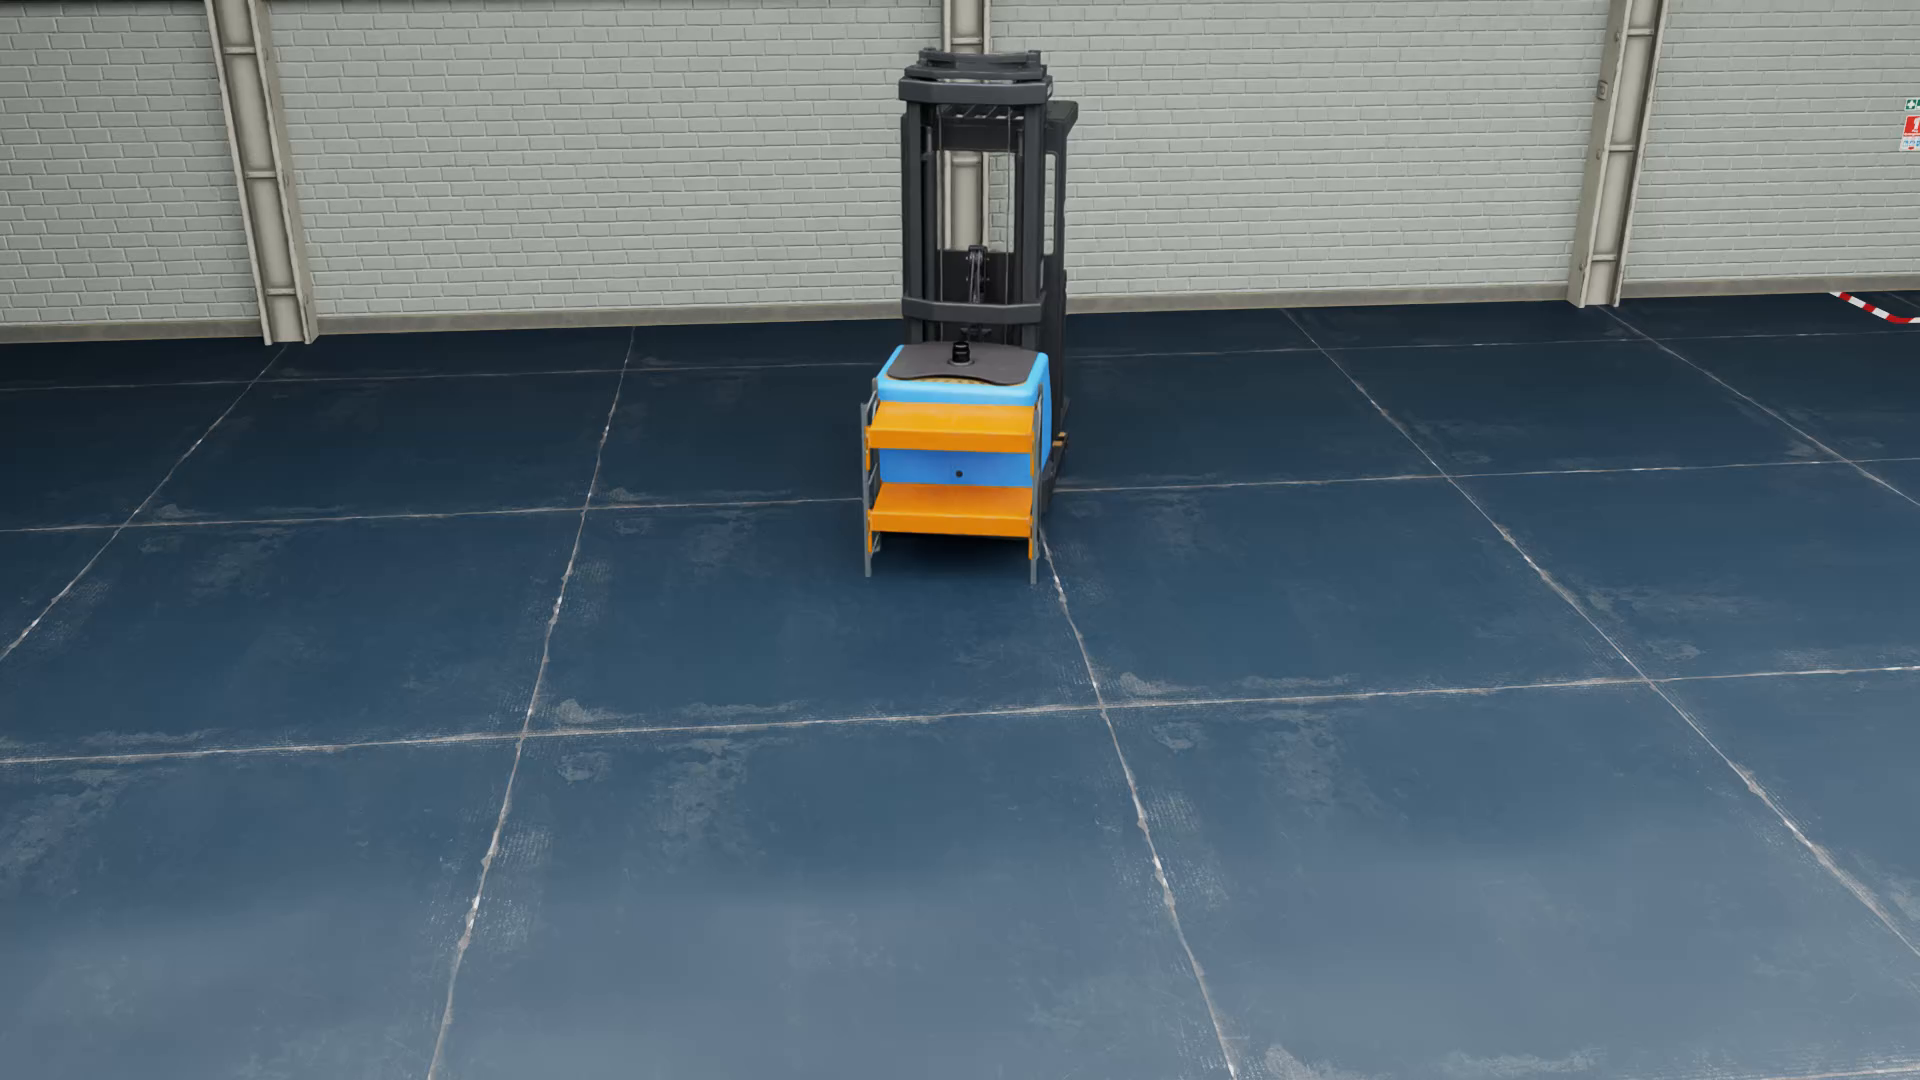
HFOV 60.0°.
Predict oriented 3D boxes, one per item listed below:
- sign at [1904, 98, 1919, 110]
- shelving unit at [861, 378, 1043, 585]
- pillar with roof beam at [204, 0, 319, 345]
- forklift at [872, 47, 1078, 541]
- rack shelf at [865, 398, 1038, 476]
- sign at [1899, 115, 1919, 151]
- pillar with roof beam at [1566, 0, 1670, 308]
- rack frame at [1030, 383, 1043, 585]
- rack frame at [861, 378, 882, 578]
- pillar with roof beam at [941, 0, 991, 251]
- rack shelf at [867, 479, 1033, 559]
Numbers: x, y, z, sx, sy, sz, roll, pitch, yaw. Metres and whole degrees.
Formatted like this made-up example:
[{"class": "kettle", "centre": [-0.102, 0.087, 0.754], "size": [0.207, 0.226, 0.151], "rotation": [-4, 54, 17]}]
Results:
[{"class": "sign", "centre": [8.970, -4.062, 15.500], "size": [0.331, 0.109, 0.001], "rotation": [-2, 24, -5]}, {"class": "shelving unit", "centre": [-0.037, -0.361, 10.177], "size": [1.048, 1.125, 0.538], "rotation": [2, 24, 5]}, {"class": "pillar with roof beam", "centre": [-5.501, -4.153, 9.015], "size": [0.400, 9.000, 9.100], "rotation": [-2, 24, -5]}, {"class": "forklift", "centre": [0.197, -1.905, 11.427], "size": [1.130, 2.935, 3.031], "rotation": [4, 24, 9]}, {"class": "rack shelf", "centre": [-0.037, -0.628, 10.058], "size": [1.000, 0.278, 0.538], "rotation": [2, 24, 5]}, {"class": "sign", "centre": [8.965, -3.823, 15.615], "size": [0.234, 0.329, 0.001], "rotation": [-2, 24, -5]}, {"class": "pillar with roof beam", "centre": [6.441, -4.632, 10.093], "size": [0.400, 9.000, 9.100], "rotation": [-2, 24, -5]}, {"class": "rack frame", "centre": [0.469, -0.341, 10.132], "size": [0.032, 1.125, 0.500], "rotation": [2, 24, 5]}, {"class": "rack frame", "centre": [-0.543, -0.381, 10.222], "size": [0.032, 1.125, 0.500], "rotation": [2, 24, 5]}, {"class": "pillar with roof beam", "centre": [0.470, -4.393, 9.554], "size": [0.400, 9.000, 9.100], "rotation": [-2, 24, -5]}, {"class": "rack shelf", "centre": [-0.037, -0.137, 10.276], "size": [1.000, 0.278, 0.538], "rotation": [2, 24, 5]}]
